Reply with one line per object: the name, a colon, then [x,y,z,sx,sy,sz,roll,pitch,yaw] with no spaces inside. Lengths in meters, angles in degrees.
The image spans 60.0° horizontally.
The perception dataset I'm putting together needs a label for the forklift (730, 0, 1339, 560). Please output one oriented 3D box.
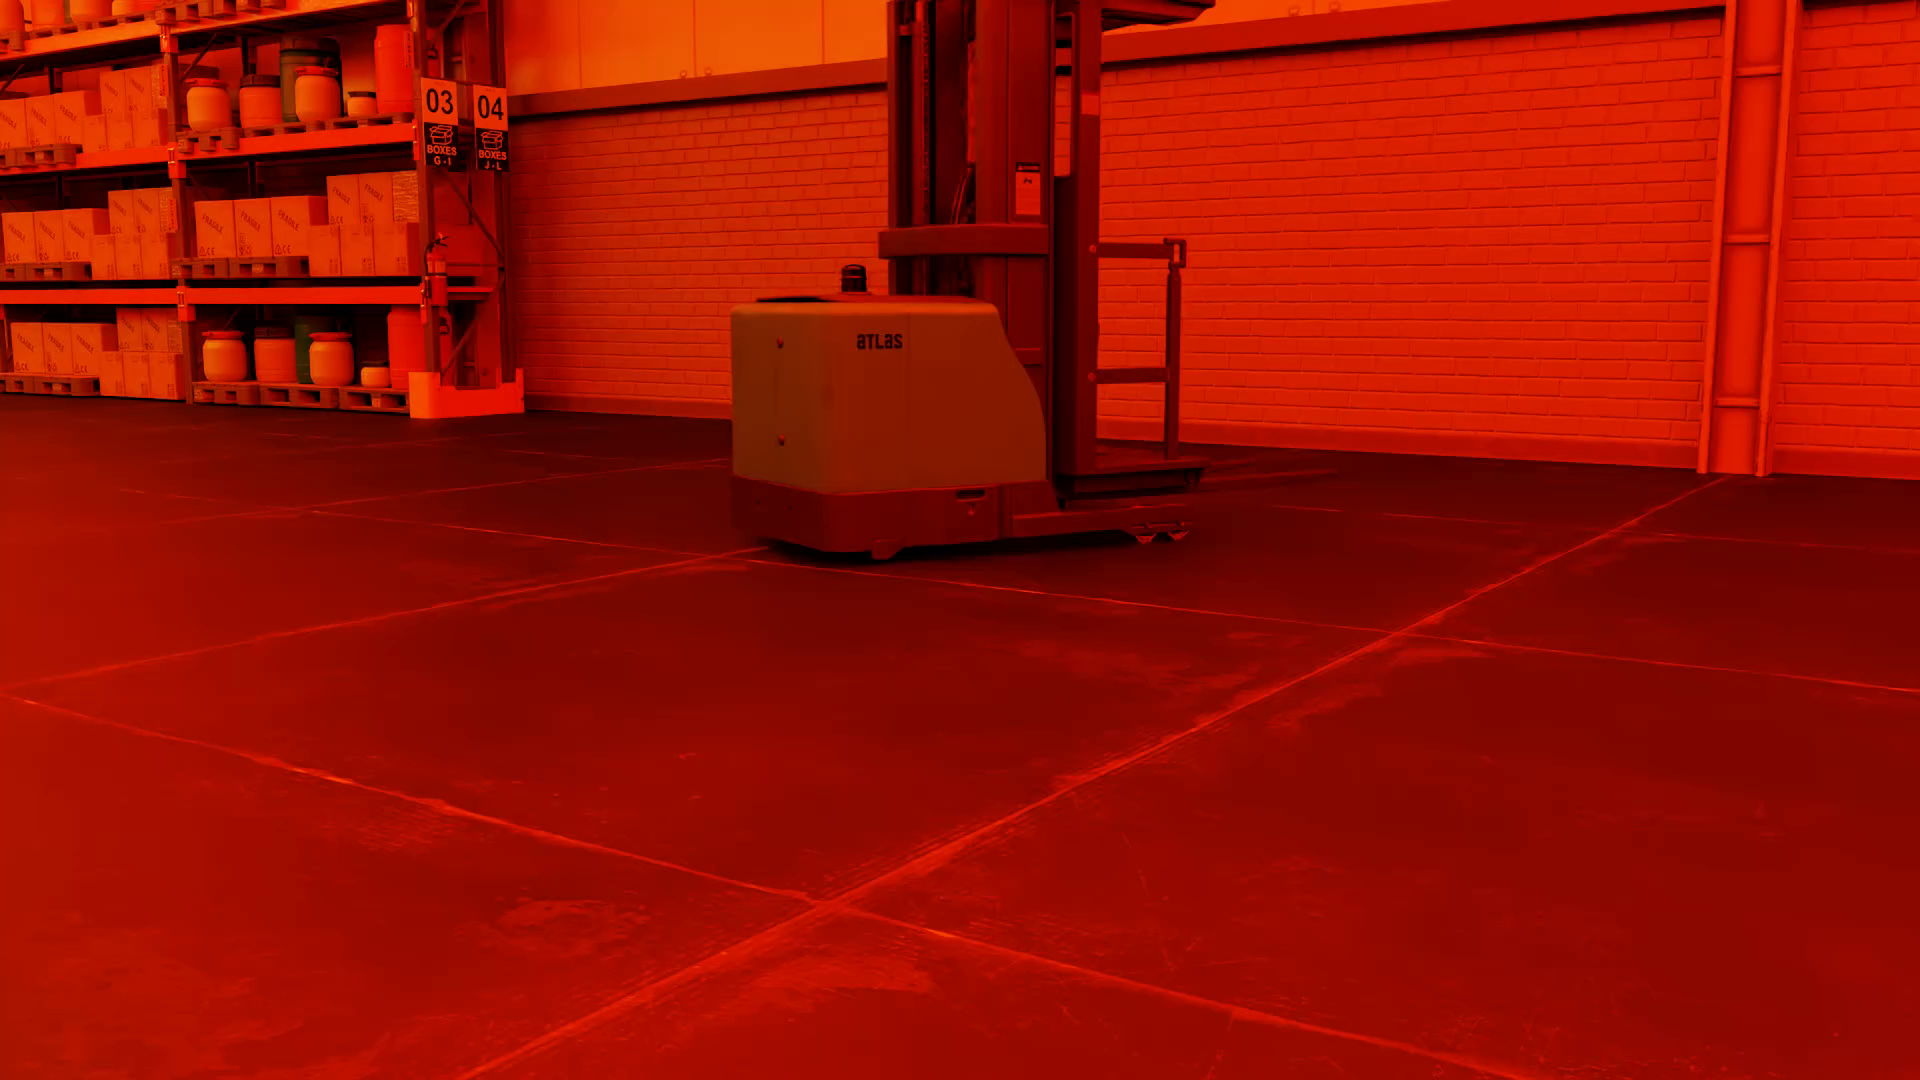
forklift: [0.478,-1.501,7.747,3.031,2.935,1.130,-5,10,-33]
